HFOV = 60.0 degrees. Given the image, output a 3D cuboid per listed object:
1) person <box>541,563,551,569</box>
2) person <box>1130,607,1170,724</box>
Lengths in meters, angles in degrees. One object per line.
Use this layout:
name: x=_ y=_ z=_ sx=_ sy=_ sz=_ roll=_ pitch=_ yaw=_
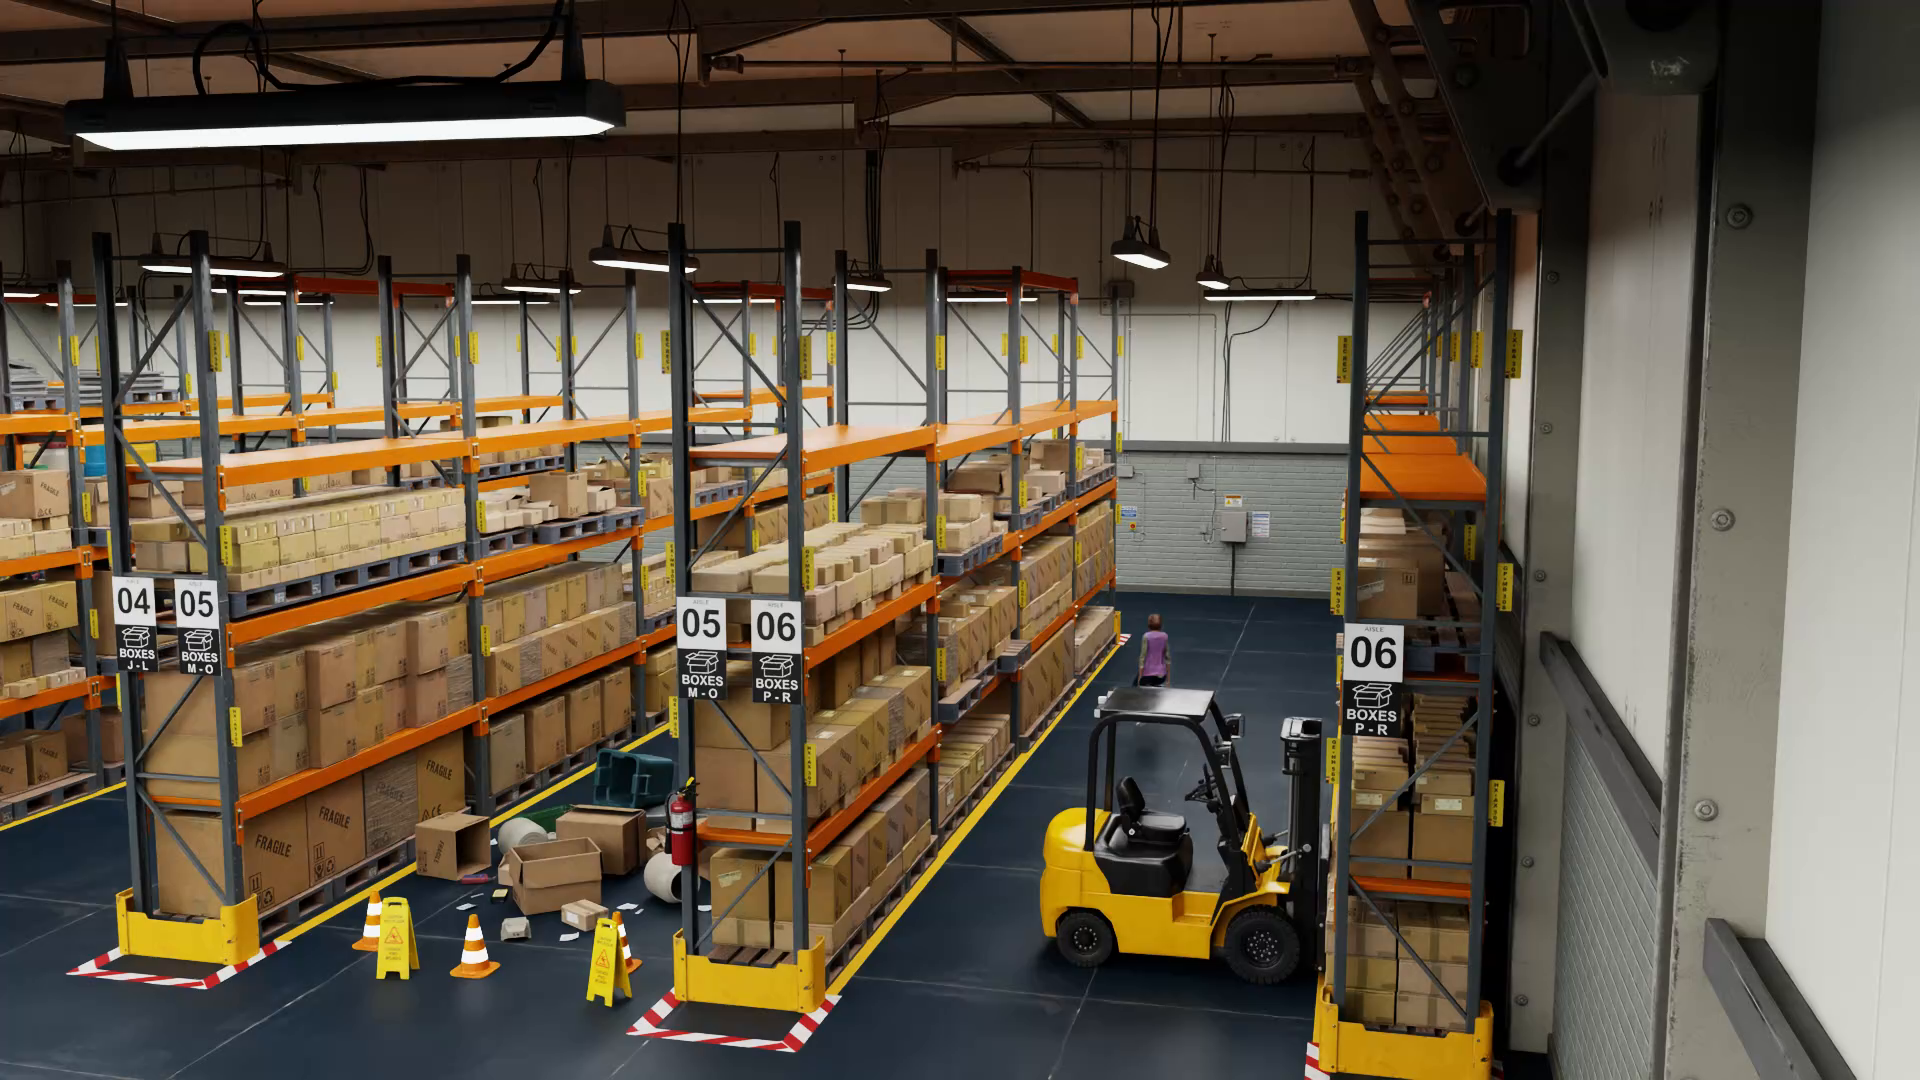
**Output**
person: x=-6.439 y=1.152 z=26.237 sx=0.479 sy=1.619 sz=0.676 roll=1 pitch=7 yaw=11
person: x=2.441 y=1.605 z=21.179 sx=0.454 sy=1.522 sz=0.447 roll=-2 pitch=7 yaw=-19
